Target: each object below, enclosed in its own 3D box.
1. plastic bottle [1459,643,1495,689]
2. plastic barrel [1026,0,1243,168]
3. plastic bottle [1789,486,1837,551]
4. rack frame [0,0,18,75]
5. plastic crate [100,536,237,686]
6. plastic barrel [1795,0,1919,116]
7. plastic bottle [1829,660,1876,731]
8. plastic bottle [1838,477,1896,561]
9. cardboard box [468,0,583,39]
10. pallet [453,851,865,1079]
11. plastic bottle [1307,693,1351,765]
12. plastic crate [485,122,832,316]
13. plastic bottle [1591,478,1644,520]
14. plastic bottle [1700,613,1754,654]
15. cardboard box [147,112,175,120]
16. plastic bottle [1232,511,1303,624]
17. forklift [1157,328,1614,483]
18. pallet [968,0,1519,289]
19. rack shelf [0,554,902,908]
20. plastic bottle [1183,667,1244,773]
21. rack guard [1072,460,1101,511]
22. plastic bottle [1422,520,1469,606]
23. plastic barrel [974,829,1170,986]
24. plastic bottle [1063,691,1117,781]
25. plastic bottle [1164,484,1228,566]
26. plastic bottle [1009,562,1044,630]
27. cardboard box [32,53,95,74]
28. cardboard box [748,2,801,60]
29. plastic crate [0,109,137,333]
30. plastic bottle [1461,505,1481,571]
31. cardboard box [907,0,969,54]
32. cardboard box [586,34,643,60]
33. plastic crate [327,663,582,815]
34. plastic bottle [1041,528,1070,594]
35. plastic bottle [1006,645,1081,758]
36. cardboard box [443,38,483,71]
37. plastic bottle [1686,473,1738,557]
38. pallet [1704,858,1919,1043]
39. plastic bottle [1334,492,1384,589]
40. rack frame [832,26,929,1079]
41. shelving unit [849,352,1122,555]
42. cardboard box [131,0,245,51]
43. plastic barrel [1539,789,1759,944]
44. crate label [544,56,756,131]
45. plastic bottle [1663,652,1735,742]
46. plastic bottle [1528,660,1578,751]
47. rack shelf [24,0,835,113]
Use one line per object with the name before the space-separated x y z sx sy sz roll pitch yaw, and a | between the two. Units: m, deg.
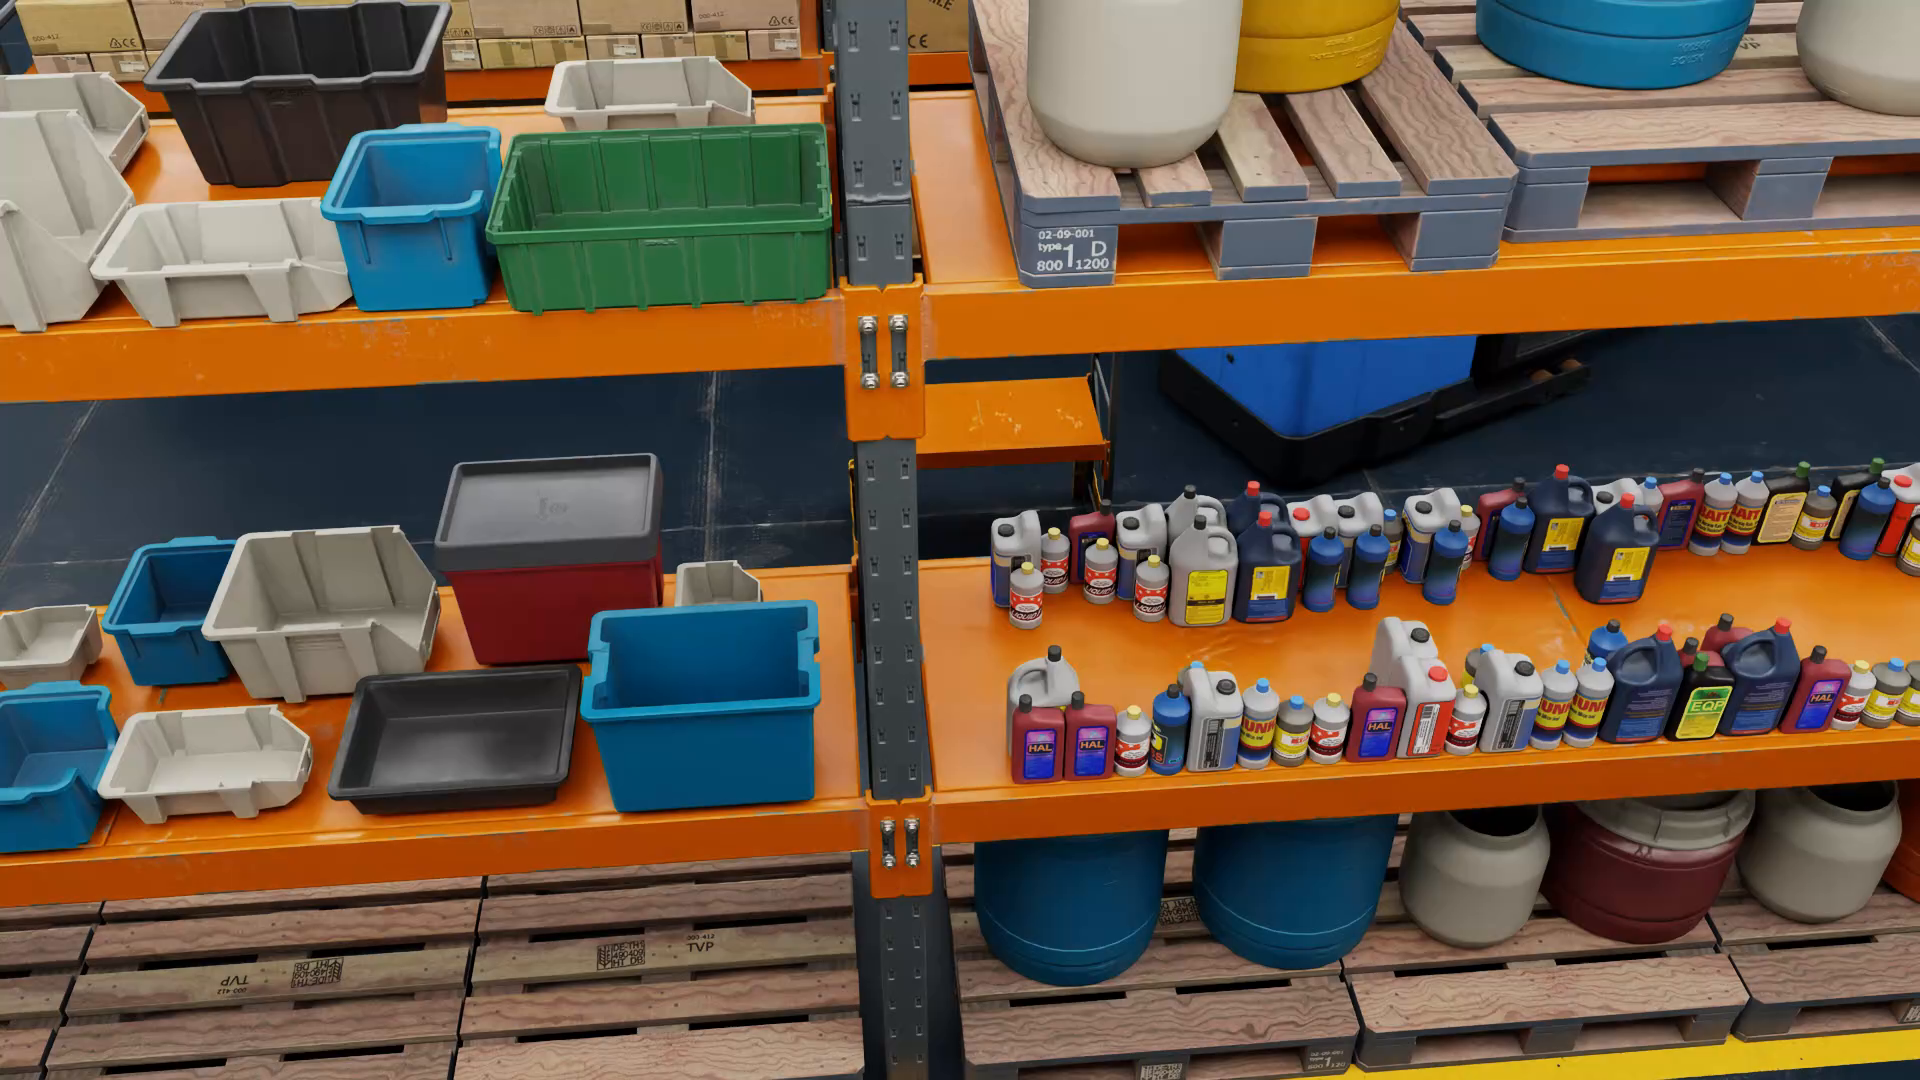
plastic bottle | 1.417 0.368 4.523 0.097 0.201 0.097 0 38 0
plastic barrel | 0.345 -1.051 3.290 0.433 0.535 0.433 0 38 0
plastic bottle | 2.611 -0.076 5.085 0.097 0.201 0.097 0 38 0
rack frame | -4.625 -2.617 8.145 0.127 3.000 1.000 -3 38 -4
plastic crate | -2.163 0.210 4.649 0.300 0.233 0.416 -3 38 -4
plastic barrel | 2.030 -1.206 3.486 0.433 0.535 0.433 0 38 0
plastic bottle | 2.392 0.409 4.471 0.097 0.201 0.097 0 38 0
plastic bottle | 2.750 -0.073 5.025 0.097 0.271 0.097 0 38 0
cardboard box | -2.080 -2.650 8.068 0.500 0.250 0.500 -2 38 -3
pallet | -0.931 1.378 5.333 1.213 0.211 1.003 -3 38 -4
plastic bottle | 0.970 0.487 4.372 0.097 0.201 0.097 0 38 0
plastic crate | -0.597 -0.665 3.421 0.662 0.188 0.450 -3 38 -4
plastic bottle | 1.942 -0.051 4.993 0.135 0.276 0.152 -3 38 -4
plastic bottle | 2.082 0.315 4.523 0.133 0.283 0.061 -3 38 -4
cardboard box | -3.994 -2.032 8.780 0.875 0.875 0.875 -3 38 -4
plastic bottle | 0.882 0.065 4.785 0.185 0.351 0.144 -3 38 -4
forklift | 2.495 -2.073 7.510 3.031 2.935 1.130 -20 42 -23
pallet | 0.571 -0.987 3.811 1.003 0.211 1.213 -3 38 -4
rack shelf | -2.194 0.612 4.634 4.000 0.370 1.077 -3 38 -4
plastic bottle | 0.658 0.458 4.348 0.135 0.276 0.152 -3 38 -4
rack guard | 0.572 -0.130 7.212 0.087 0.250 0.587 -3 38 -4
plastic bottle | 1.423 0.057 4.860 0.097 0.271 0.097 0 38 0
plastic barrel | 0.342 0.859 5.095 0.708 0.901 0.600 -3 38 -4
plastic bottle | 0.334 0.501 4.288 0.133 0.283 0.061 -3 38 -4
plastic bottle | 0.685 -0.014 4.885 0.185 0.351 0.144 -3 38 -4
plastic bottle | 0.192 0.152 4.796 0.097 0.201 0.097 0 38 0
cardboard box | -4.242 -2.334 7.990 0.250 0.149 0.380 -3 38 -3
cardboard box | -0.915 -2.519 8.224 0.250 0.149 0.380 -3 38 -4
plastic crate | -1.951 -0.623 3.292 0.530 0.282 0.437 -3 38 -4
plastic bottle | 1.507 -0.015 5.007 0.097 0.201 0.097 0 38 0
cardboard box | -0.160 -2.747 8.229 0.500 0.500 0.500 -3 38 -4
cardboard box | -1.683 -2.477 8.170 0.250 0.149 0.380 -2 38 -3
plastic crate | -1.293 0.531 4.329 0.590 0.125 0.437 -3 38 -4
plastic bottle | 0.275 0.053 4.921 0.097 0.201 0.097 0 38 0
plastic bottle | 0.218 0.417 4.339 0.185 0.351 0.144 -3 38 -4
cardboard box | -2.449 -2.435 8.117 0.250 0.149 0.380 -3 38 -3
plastic bottle | 2.285 -0.085 5.040 0.097 0.271 0.097 0 38 0
pallet | 3.001 1.164 5.605 1.213 0.211 1.003 -3 38 -4
plastic bottle | 1.163 -0.008 4.939 0.135 0.276 0.152 -3 38 -4
rack frame | -0.202 0.219 4.550 0.127 3.000 1.000 -3 38 -4
shelving unit | 0.076 -0.593 6.791 1.083 1.500 0.587 -3 38 -4
cardboard box | -3.605 -2.567 7.963 0.500 0.250 0.500 -4 38 -5
plastic barrel | 2.172 0.881 5.319 0.708 0.588 0.600 -3 38 -4
crate label | -0.715 -1.006 3.895 0.466 0.136 0.293 -3 38 -4
plastic bottle | 1.962 0.411 4.401 0.133 0.283 0.061 -3 38 -4
plastic bottle | 1.564 0.427 4.392 0.097 0.271 0.097 0 38 0
rack shelf | -2.632 -2.444 8.507 4.000 0.370 1.077 -3 38 -4
